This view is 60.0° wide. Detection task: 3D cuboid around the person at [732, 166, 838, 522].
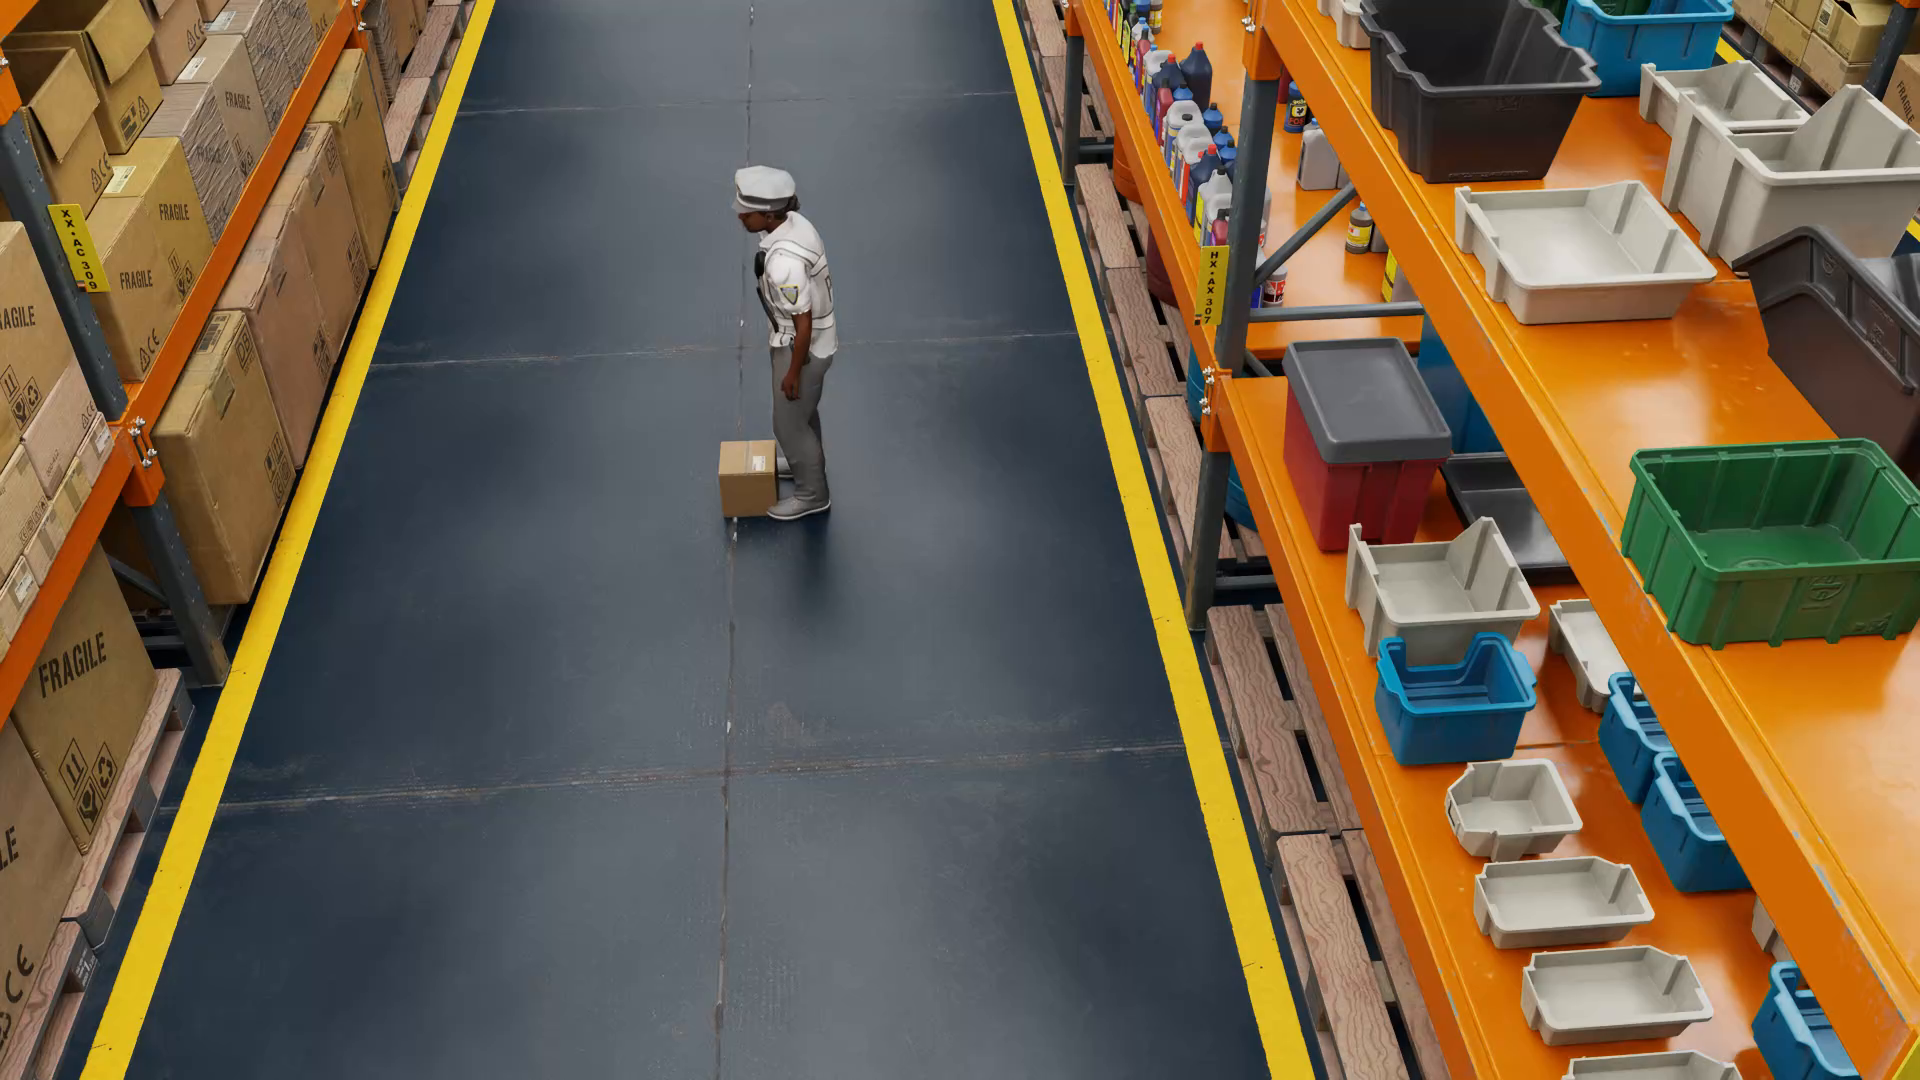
[{"bbox_3d":[-0.729,-0.844,7.183,0.397,1.660,0.531,-5,40,-7],"label":"person"}]
